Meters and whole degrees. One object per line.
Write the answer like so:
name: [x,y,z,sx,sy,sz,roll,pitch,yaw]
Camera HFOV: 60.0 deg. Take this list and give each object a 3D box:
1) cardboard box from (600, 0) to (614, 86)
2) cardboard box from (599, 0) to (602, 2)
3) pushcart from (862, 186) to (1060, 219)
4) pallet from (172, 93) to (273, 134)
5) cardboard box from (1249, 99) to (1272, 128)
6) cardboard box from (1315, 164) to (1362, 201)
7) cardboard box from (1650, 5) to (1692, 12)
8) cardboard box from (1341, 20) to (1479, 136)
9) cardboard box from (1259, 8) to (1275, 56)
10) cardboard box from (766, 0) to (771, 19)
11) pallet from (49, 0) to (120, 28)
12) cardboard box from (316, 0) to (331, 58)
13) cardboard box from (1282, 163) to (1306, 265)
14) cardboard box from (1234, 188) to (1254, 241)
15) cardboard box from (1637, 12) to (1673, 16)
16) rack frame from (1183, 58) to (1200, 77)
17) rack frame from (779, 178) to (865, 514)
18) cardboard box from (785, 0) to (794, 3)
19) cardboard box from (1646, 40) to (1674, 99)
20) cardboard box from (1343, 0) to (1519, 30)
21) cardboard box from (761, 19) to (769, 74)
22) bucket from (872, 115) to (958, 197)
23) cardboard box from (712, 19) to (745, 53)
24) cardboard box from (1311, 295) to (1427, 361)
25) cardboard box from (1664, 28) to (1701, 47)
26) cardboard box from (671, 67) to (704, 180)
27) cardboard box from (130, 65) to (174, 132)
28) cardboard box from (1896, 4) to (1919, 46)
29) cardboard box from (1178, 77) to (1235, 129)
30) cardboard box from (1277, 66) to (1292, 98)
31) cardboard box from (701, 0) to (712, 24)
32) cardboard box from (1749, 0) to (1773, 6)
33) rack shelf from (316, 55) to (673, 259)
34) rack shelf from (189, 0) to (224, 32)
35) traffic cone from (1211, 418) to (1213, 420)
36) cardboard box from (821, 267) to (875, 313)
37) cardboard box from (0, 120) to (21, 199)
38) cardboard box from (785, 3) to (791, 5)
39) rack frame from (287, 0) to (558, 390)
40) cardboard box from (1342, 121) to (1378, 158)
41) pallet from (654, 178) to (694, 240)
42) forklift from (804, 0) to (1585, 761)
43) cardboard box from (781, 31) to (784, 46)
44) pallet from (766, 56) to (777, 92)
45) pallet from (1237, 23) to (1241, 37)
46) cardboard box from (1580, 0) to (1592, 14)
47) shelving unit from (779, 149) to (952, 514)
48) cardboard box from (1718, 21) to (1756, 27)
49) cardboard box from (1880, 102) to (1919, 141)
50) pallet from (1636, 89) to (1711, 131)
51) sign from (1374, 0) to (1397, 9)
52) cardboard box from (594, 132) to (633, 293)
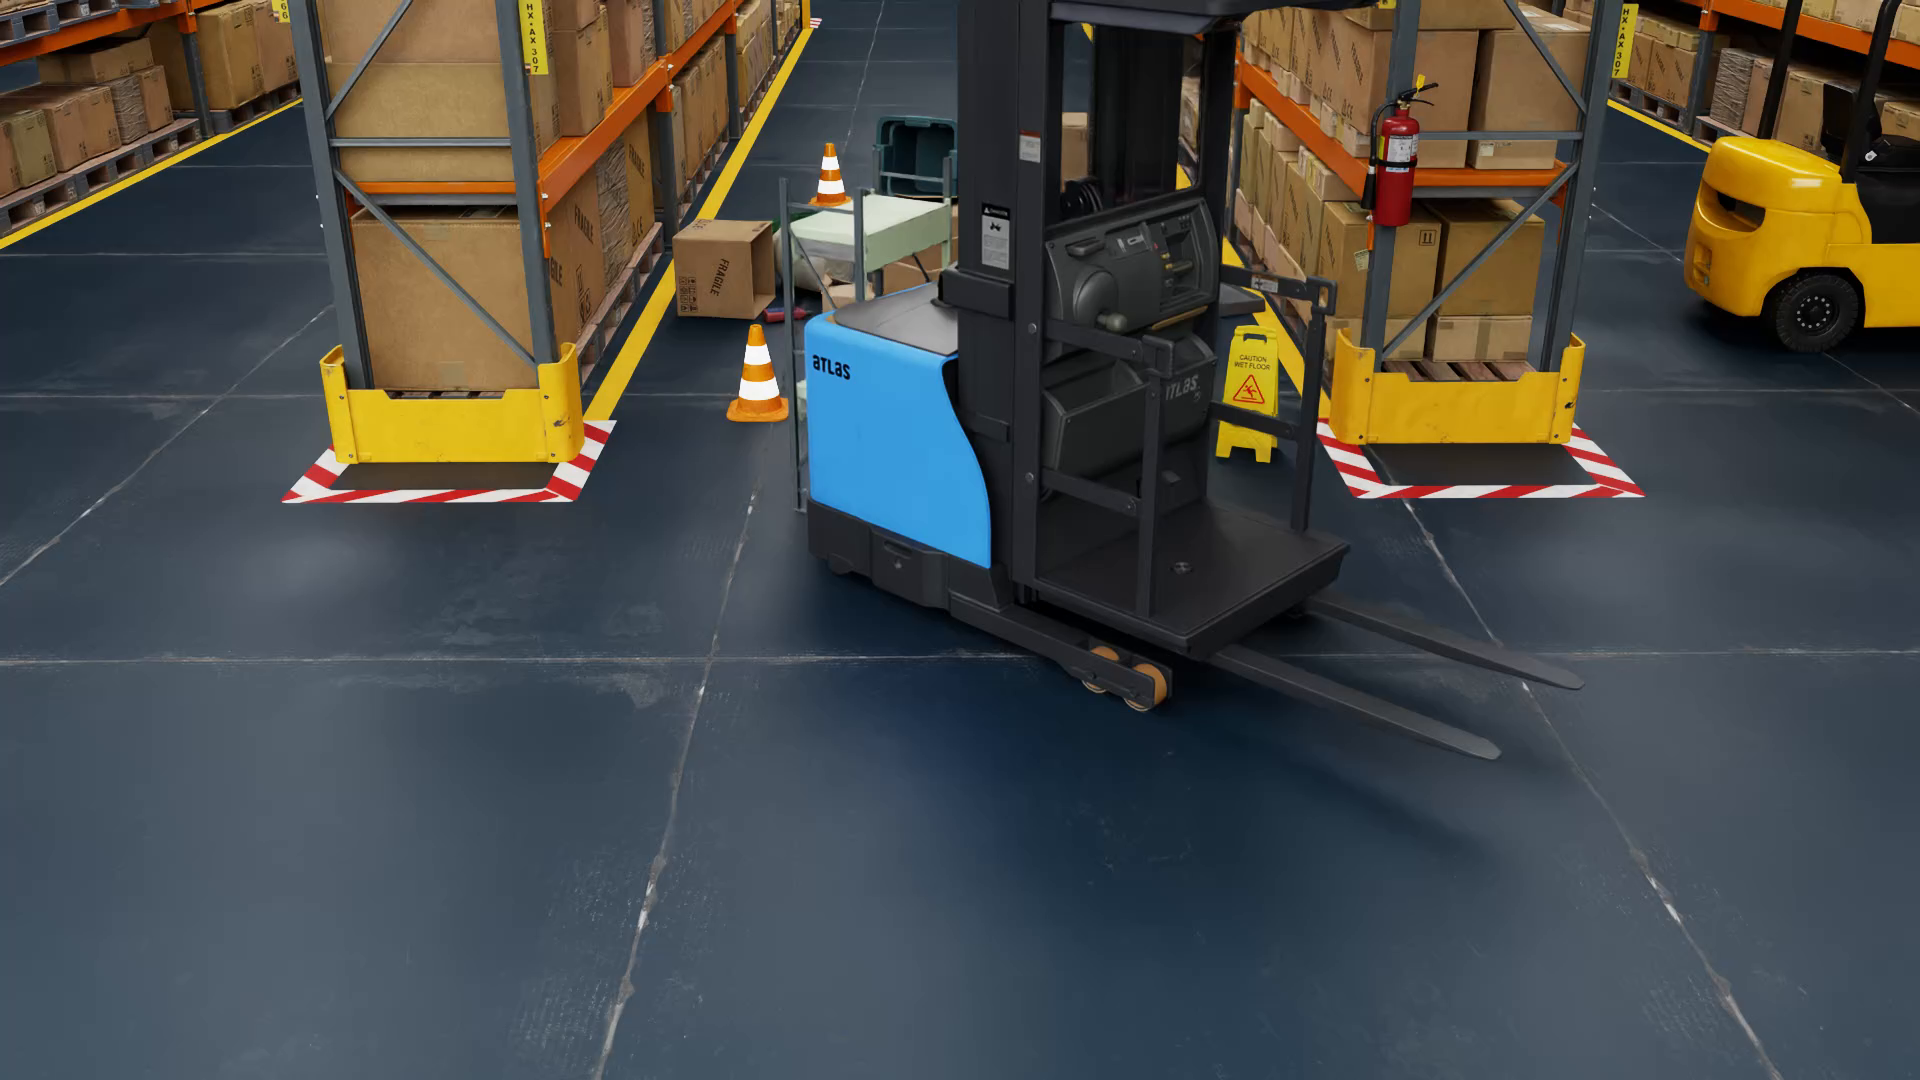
cardboard box: [-2.575,-2.936,9.920,0.875,0.550,0.550,0,24,-1]
cardboard box: [-2.548,-3.428,9.698,0.875,0.550,0.550,0,24,-1]
pushcart: [0.161,-2.308,11.895,1.648,0.377,0.936,-9,26,-19]
pallet: [-7.446,-4.192,16.262,1.003,0.211,1.213,0,24,-1]
cardboard box: [2.118,-2.813,10.960,0.380,0.149,0.250,0,24,0]
cardboard box: [2.144,-1.941,9.031,0.380,0.149,0.250,0,24,1]
cardboard box: [7.607,-5.624,17.781,0.380,0.149,0.250,0,24,1]
cardboard box: [2.203,-2.289,8.188,0.500,0.500,0.500,-1,24,-1]
cardboard box: [2.195,-3.325,10.480,0.500,0.500,0.500,0,24,-1]
cardboard box: [-2.334,-5.854,18.168,0.500,0.250,0.500,-1,24,-2]
pallet: [-7.450,-4.234,13.205,1.003,0.211,1.213,0,24,-1]
cardboard box: [-7.529,-5.745,18.381,1.225,0.875,0.875,0,24,0]
cardboard box: [2.207,-1.917,9.766,0.500,0.500,0.500,-1,24,-2]
cardboard box: [2.177,-2.228,11.362,0.500,0.250,0.500,-1,24,-3]
cardboard box: [7.163,-5.404,17.295,0.380,0.149,0.250,0,24,0]
rack frame: [2.397,-5.182,15.067,1.000,3.000,0.127,0,24,-1]
rack frame: [-0.577,-0.782,7.146,0.400,1.500,0.023,13,27,26]
cardboard box: [-2.307,-6.933,21.168,0.380,0.149,0.250,1,24,1]
cardboard box: [7.146,-4.637,16.387,0.500,0.500,0.500,-1,24,-1]
cardboard box: [2.260,-2.731,7.953,0.700,0.500,0.500,-1,24,-2]
cardboard box: [-2.330,-5.303,17.859,0.500,0.500,0.500,-1,24,-2]
bucket: [-0.201,-2.625,11.541,0.726,0.611,0.620,8,16,18]
cardboard box: [-2.317,-4.797,15.830,0.500,0.250,0.500,-1,24,-3]
cardboard box: [2.206,-1.165,9.014,0.500,0.250,0.500,0,24,-1]
cardboard box: [7.068,-4.868,16.110,0.380,0.149,0.250,-1,24,-3]
cardboard box: [-2.612,-3.289,13.102,1.050,0.750,0.750,0,24,-1]
cardboard box: [-7.485,-3.923,14.782,0.700,0.500,0.500,-2,24,-3]
cardboard box: [7.137,-3.695,11.963,0.500,0.250,0.500,0,24,1]
cardboard box: [2.393,-3.943,15.007,0.950,0.372,0.625,-2,24,-4]
cardboard box: [2.128,-2.760,10.018,0.380,0.149,0.250,0,24,0]
cardboard box: [-2.259,-4.356,13.120,0.500,0.500,0.500,0,24,0]
cardboard box: [7.121,-4.746,14.285,0.500,0.250,0.500,-1,24,-2]
rack shelf: [-2.486,-2.318,9.607,1.077,0.370,4.000,0,24,-1]
rack shelf: [-7.534,-5.633,16.939,1.077,0.370,4.000,0,24,-1]
traffic cone: [1.190,-0.901,8.680,0.336,0.463,0.334,0,24,-1]
cardboard box: [-0.648,-1.524,10.297,0.396,0.266,0.258,4,25,9]
cardboard box: [-7.454,-2.803,12.308,0.700,0.500,0.500,-2,24,-5]
cardboard box: [-2.338,-6.693,20.997,0.380,0.149,0.250,1,24,2]
rack frame: [-2.464,-1.821,7.637,1.000,3.000,0.127,0,24,-1]
cardboard box: [2.153,-2.028,8.398,0.380,0.149,0.250,-1,24,-1]
pallet: [-2.592,-2.517,12.558,1.003,0.211,1.213,0,24,-1]
forklift: [0.786,-0.970,5.839,3.031,2.935,1.130,21,32,38]
cardboard box: [-2.281,-5.919,19.648,0.380,0.149,0.250,0,24,1]
pallet: [-2.585,-5.175,18.435,1.003,0.211,1.213,0,24,-1]
pallet: [2.578,-3.762,12.160,1.003,0.211,1.213,0,24,-1]
cardboard box: [7.135,-5.939,18.478,0.380,0.149,0.250,-1,24,-2]
shelving unit: [-0.398,-0.911,7.438,0.431,1.500,0.755,13,27,26]
cardboard box: [7.697,-5.094,16.609,0.380,0.149,0.250,-1,24,-3]
cardboard box: [7.387,-2.881,12.353,0.875,0.625,0.625,1,24,2]
pallet: [7.390,-4.243,16.375,1.003,0.211,1.213,0,24,-1]
sign: [1.929,-2.562,7.487,0.100,0.325,0.005,0,24,-1]
cardboard box: [-2.558,-2.062,10.237,0.875,0.875,0.875,0,24,0]
